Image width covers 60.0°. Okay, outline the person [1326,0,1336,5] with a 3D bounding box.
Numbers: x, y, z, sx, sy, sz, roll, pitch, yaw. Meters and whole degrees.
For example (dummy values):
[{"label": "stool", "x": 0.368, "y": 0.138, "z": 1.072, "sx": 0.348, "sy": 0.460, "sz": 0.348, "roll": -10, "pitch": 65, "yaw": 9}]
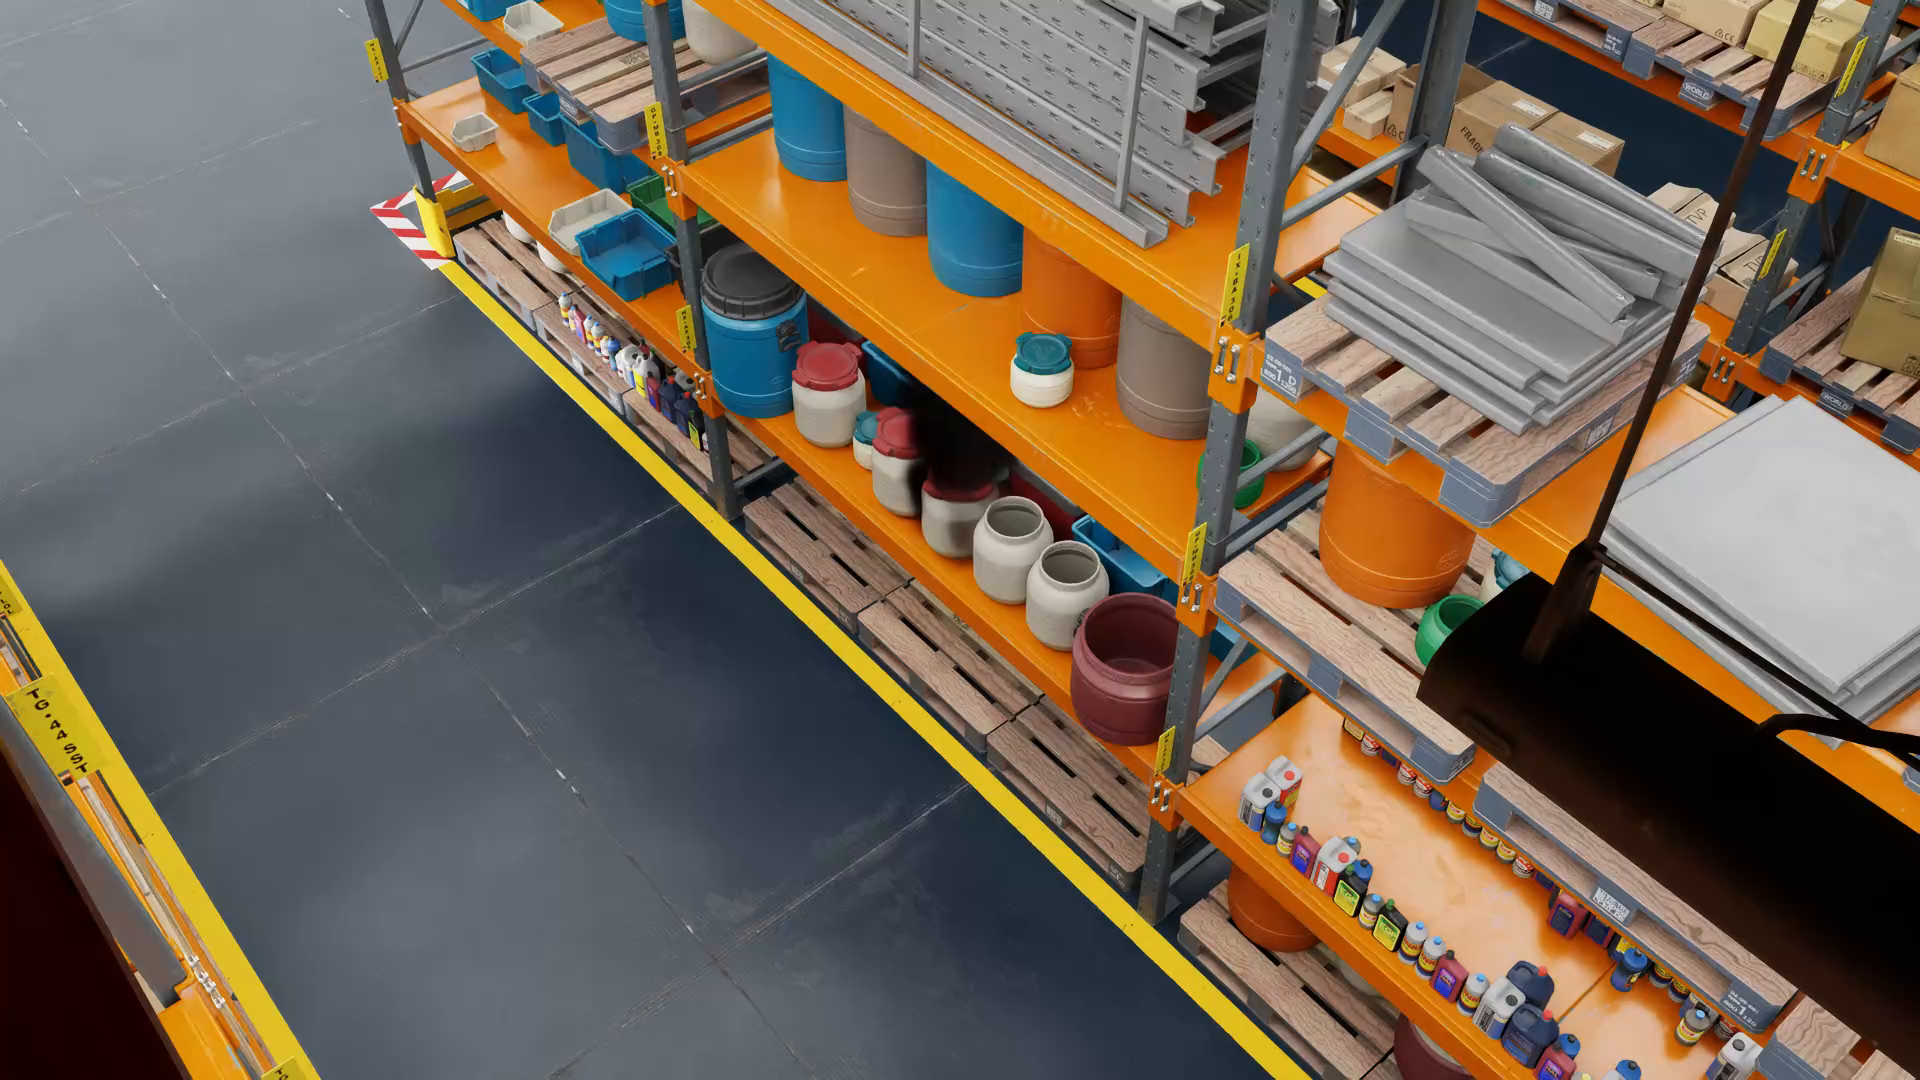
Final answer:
[{"label": "person", "x": 2.950, "y": -4.433, "z": 14.033, "sx": 0.566, "sy": 1.651, "sz": 0.600, "roll": 35, "pitch": 55, "yaw": 28}]
